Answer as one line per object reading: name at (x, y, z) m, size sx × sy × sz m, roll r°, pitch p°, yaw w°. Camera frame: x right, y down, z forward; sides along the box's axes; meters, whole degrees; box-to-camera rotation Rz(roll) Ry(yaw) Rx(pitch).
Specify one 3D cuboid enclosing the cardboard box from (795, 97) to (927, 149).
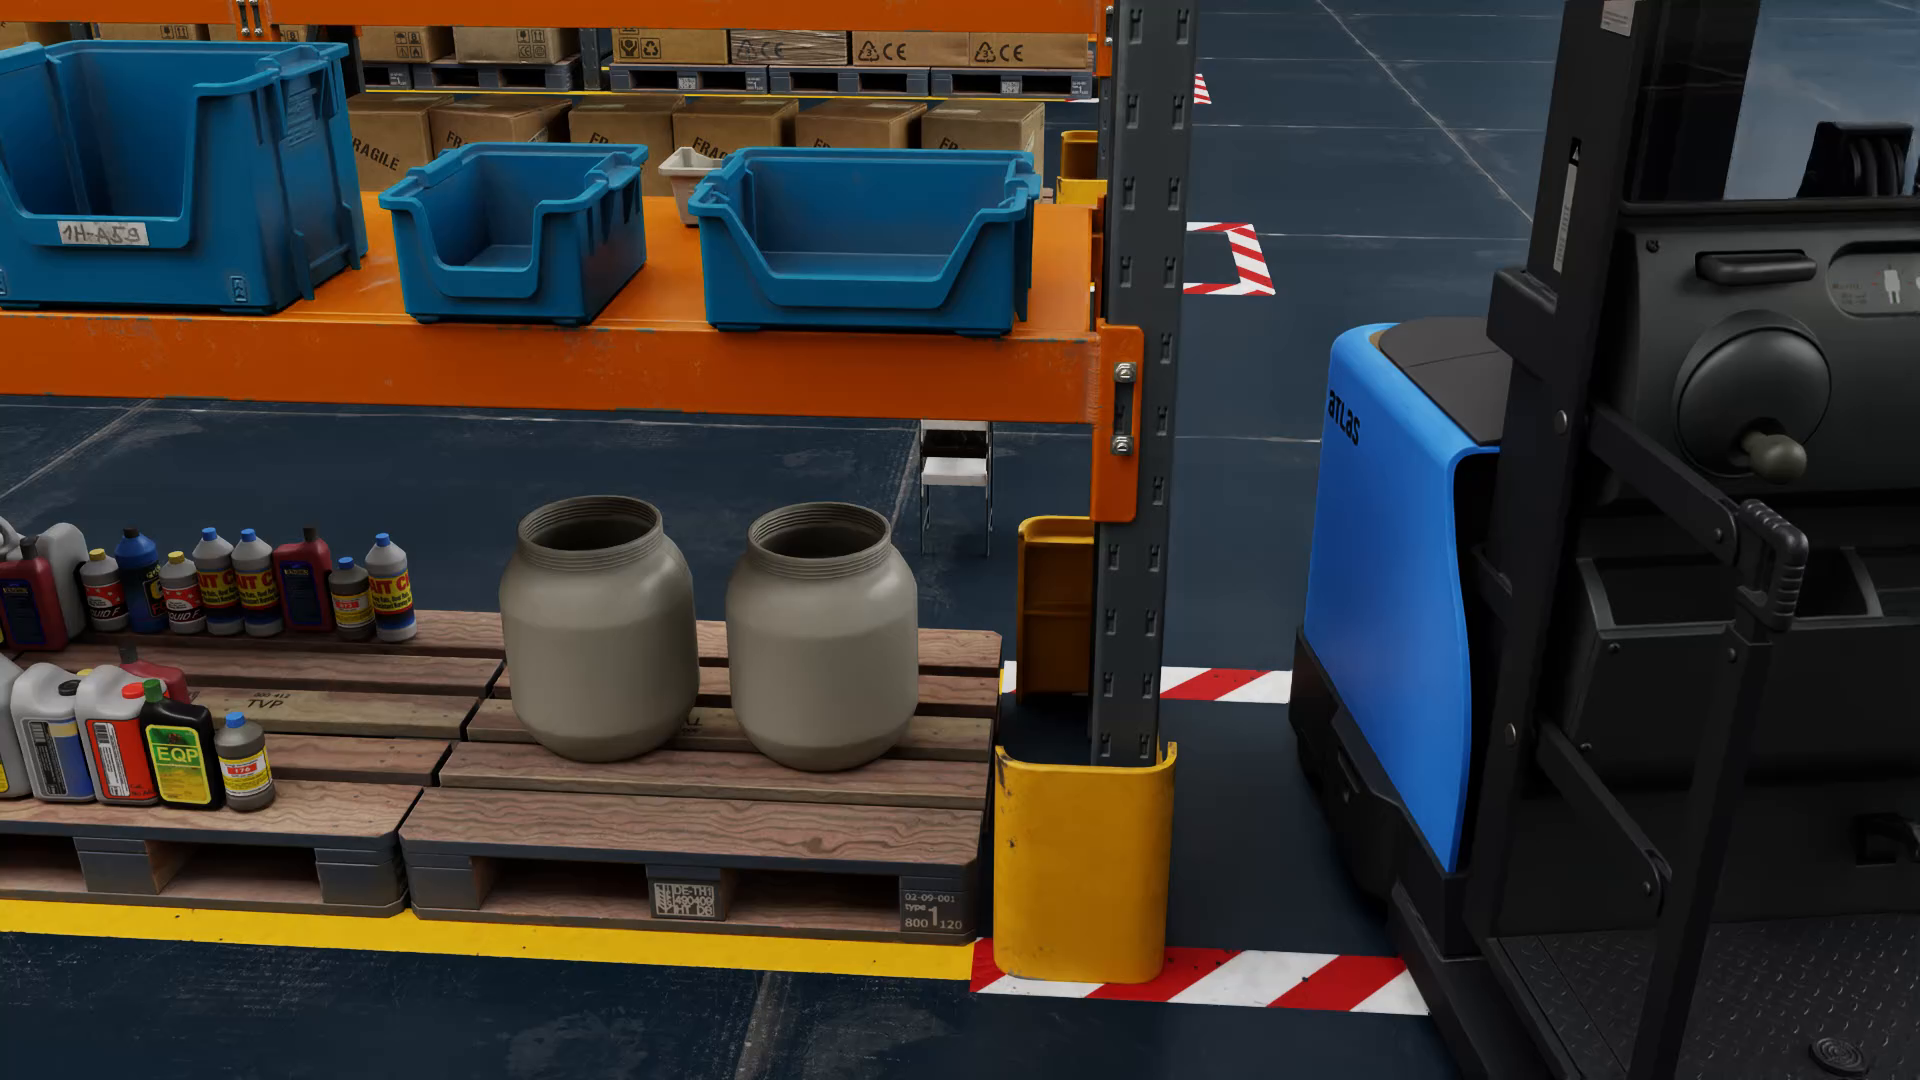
cardboard box at (-0.481, -1.890, 8.258) m, size 0.500 × 0.500 × 0.500 m, roll 8°, pitch 26°, yaw 18°

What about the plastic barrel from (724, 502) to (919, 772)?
plastic barrel at (-0.303, 0.211, 3.677) m, size 0.421 × 0.512 × 0.421 m, roll 0°, pitch 25°, yaw 0°

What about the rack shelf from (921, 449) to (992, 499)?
rack shelf at (-0.008, -0.215, 5.152) m, size 0.200 × 0.077 × 0.258 m, roll 2°, pitch 25°, yaw 4°

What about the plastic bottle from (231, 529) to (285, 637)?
plastic bottle at (-1.766, 0.102, 4.178) m, size 0.097 × 0.271 × 0.097 m, roll 0°, pitch 25°, yaw 0°

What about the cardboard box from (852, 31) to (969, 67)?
cardboard box at (-0.339, -4.114, 12.643) m, size 0.875 × 0.875 × 0.875 m, roll 1°, pitch 25°, yaw 3°

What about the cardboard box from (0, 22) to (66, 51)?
cardboard box at (-7.434, -4.091, 13.040) m, size 0.500 × 0.500 × 0.500 m, roll 2°, pitch 25°, yaw 4°

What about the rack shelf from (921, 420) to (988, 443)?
rack shelf at (-0.008, -0.379, 5.076) m, size 0.200 × 0.077 × 0.258 m, roll 2°, pitch 25°, yaw 4°

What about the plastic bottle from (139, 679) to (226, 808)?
plastic bottle at (-1.623, 0.423, 3.466) m, size 0.133 × 0.283 × 0.061 m, roll 2°, pitch 25°, yaw 5°

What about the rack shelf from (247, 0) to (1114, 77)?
rack shelf at (-1.255, -2.541, 8.044) m, size 4.000 × 0.370 × 1.077 m, roll 2°, pitch 25°, yaw 4°

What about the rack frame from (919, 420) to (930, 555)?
rack frame at (-0.109, -0.412, 5.070) m, size 0.006 × 0.900 × 0.240 m, roll 2°, pitch 25°, yaw 4°

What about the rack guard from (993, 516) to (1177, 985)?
rack guard at (0.280, 0.414, 3.753) m, size 0.348 × 0.500 × 1.175 m, roll 2°, pitch 25°, yaw 4°

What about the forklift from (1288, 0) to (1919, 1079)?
forklift at (1.472, -0.251, 2.290) m, size 1.130 × 2.935 × 3.031 m, roll -2°, pitch 25°, yaw -5°

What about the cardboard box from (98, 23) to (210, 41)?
cardboard box at (-6.157, -4.235, 13.055) m, size 0.750 × 0.750 × 1.050 m, roll 2°, pitch 25°, yaw 3°

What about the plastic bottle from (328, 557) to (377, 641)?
plastic bottle at (-1.528, 0.141, 4.176) m, size 0.097 × 0.201 × 0.097 m, roll 0°, pitch 25°, yaw 0°

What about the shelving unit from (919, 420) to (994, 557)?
shelving unit at (-0.008, -0.409, 5.062) m, size 0.210 × 0.900 × 0.258 m, roll 2°, pitch 25°, yaw 4°

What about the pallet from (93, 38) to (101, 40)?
pallet at (-7.536, -3.882, 13.435) m, size 1.213 × 0.211 × 1.003 m, roll 2°, pitch 25°, yaw 4°

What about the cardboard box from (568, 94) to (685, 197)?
cardboard box at (-1.657, -1.955, 8.398) m, size 0.500 × 0.500 × 0.500 m, roll 0°, pitch 25°, yaw -1°

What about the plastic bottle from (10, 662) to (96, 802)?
plastic bottle at (-1.893, 0.398, 3.528) m, size 0.135 × 0.276 × 0.152 m, roll 1°, pitch 25°, yaw 3°

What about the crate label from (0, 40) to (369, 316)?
crate label at (-1.496, -0.701, 3.144) m, size 0.616 × 0.435 × 0.502 m, roll 2°, pitch 25°, yaw 4°

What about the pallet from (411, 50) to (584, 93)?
pallet at (-3.544, -3.722, 13.086) m, size 1.213 × 0.211 × 1.003 m, roll 2°, pitch 25°, yaw 4°

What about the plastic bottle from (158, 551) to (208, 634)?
plastic bottle at (-1.965, 0.127, 4.207) m, size 0.097 × 0.201 × 0.097 m, roll 0°, pitch 25°, yaw 0°

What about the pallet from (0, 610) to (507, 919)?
pallet at (-1.743, 0.476, 3.962) m, size 1.213 × 0.211 × 1.003 m, roll 2°, pitch 25°, yaw 4°

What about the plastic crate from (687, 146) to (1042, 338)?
plastic crate at (-0.162, -0.563, 3.063) m, size 0.616 × 0.251 × 0.499 m, roll 2°, pitch 25°, yaw 4°

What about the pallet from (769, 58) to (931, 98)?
pallet at (-0.797, -3.634, 12.895) m, size 1.213 × 0.211 × 1.003 m, roll 2°, pitch 25°, yaw 4°

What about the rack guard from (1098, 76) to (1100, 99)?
rack guard at (1.243, -3.731, 12.761) m, size 0.348 × 0.500 × 1.175 m, roll 2°, pitch 25°, yaw 4°

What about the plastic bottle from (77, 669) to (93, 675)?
plastic bottle at (-1.902, 0.380, 3.658) m, size 0.097 × 0.201 × 0.097 m, roll 0°, pitch 25°, yaw 0°

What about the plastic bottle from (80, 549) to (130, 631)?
plastic bottle at (-2.170, 0.120, 4.221) m, size 0.097 × 0.201 × 0.097 m, roll 0°, pitch 25°, yaw 0°

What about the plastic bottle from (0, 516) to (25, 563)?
plastic bottle at (-2.451, 0.053, 4.188) m, size 0.185 × 0.351 × 0.144 m, roll 2°, pitch 25°, yaw 4°

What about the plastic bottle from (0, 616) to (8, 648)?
plastic bottle at (-2.433, 0.127, 4.108) m, size 0.133 × 0.283 × 0.061 m, roll 2°, pitch 25°, yaw 4°

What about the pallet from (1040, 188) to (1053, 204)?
pallet at (-0.144, -1.580, 8.431) m, size 1.213 × 0.211 × 1.003 m, roll 2°, pitch 25°, yaw 4°

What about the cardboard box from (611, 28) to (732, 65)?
cardboard box at (-2.147, -4.172, 12.767) m, size 0.875 × 0.875 × 0.875 m, roll 2°, pitch 25°, yaw 5°

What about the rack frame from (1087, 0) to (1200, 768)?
rack frame at (0.360, -0.739, 3.268) m, size 0.127 × 3.000 × 1.000 m, roll 2°, pitch 25°, yaw 4°

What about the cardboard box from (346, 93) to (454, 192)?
cardboard box at (-2.854, -1.957, 8.403) m, size 0.500 × 0.500 × 0.500 m, roll 1°, pitch 25°, yaw 2°

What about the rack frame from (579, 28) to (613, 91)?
rack frame at (-2.769, -4.995, 12.518) m, size 0.127 × 3.000 × 1.000 m, roll 2°, pitch 25°, yaw 4°

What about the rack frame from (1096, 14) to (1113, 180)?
rack frame at (0.739, -2.803, 7.754) m, size 0.127 × 3.000 × 1.000 m, roll 2°, pitch 25°, yaw 4°

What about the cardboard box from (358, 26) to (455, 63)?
cardboard box at (-4.356, -4.179, 12.933) m, size 0.750 × 0.750 × 1.050 m, roll 2°, pitch 25°, yaw 4°
